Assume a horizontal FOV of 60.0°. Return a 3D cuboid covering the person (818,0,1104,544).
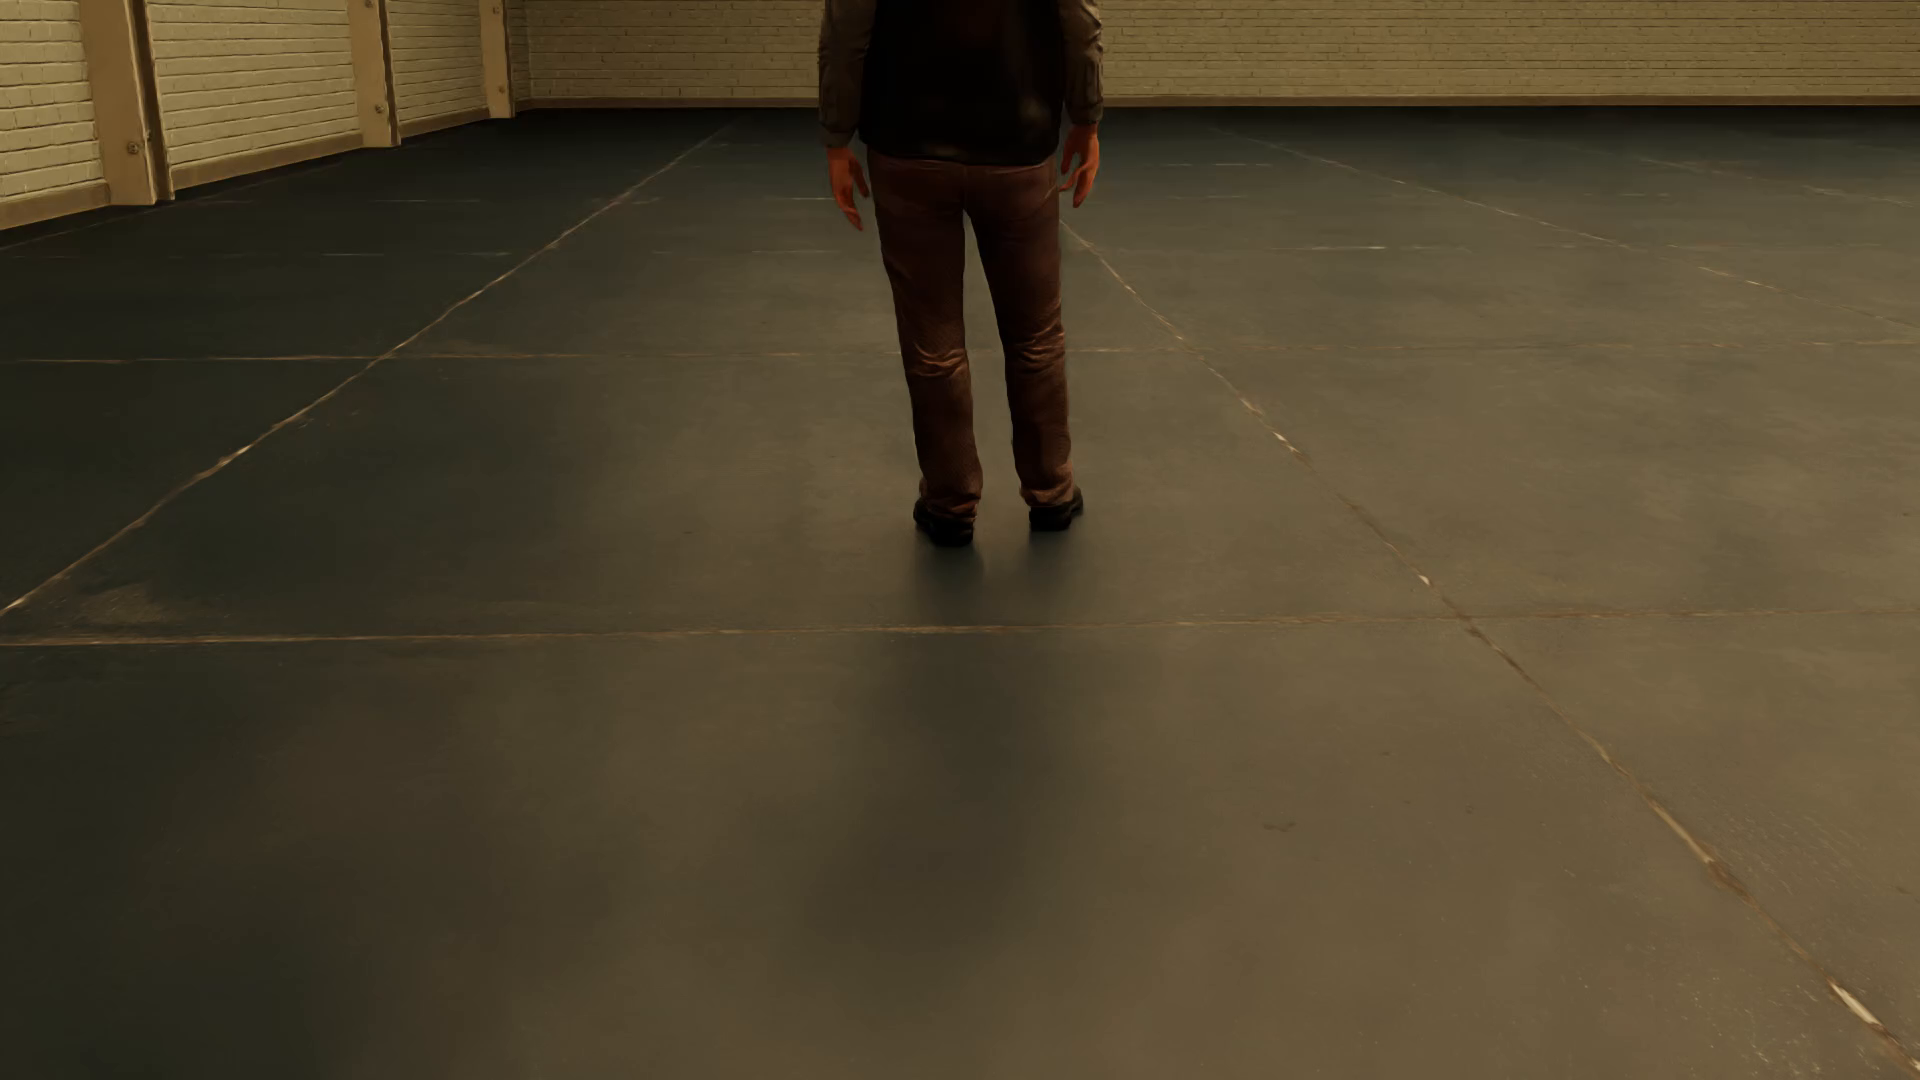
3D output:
[{"bbox_3d":[0.005,-0.848,3.724,0.632,1.720,0.568,-1,17,-3],"label":"person"}]
